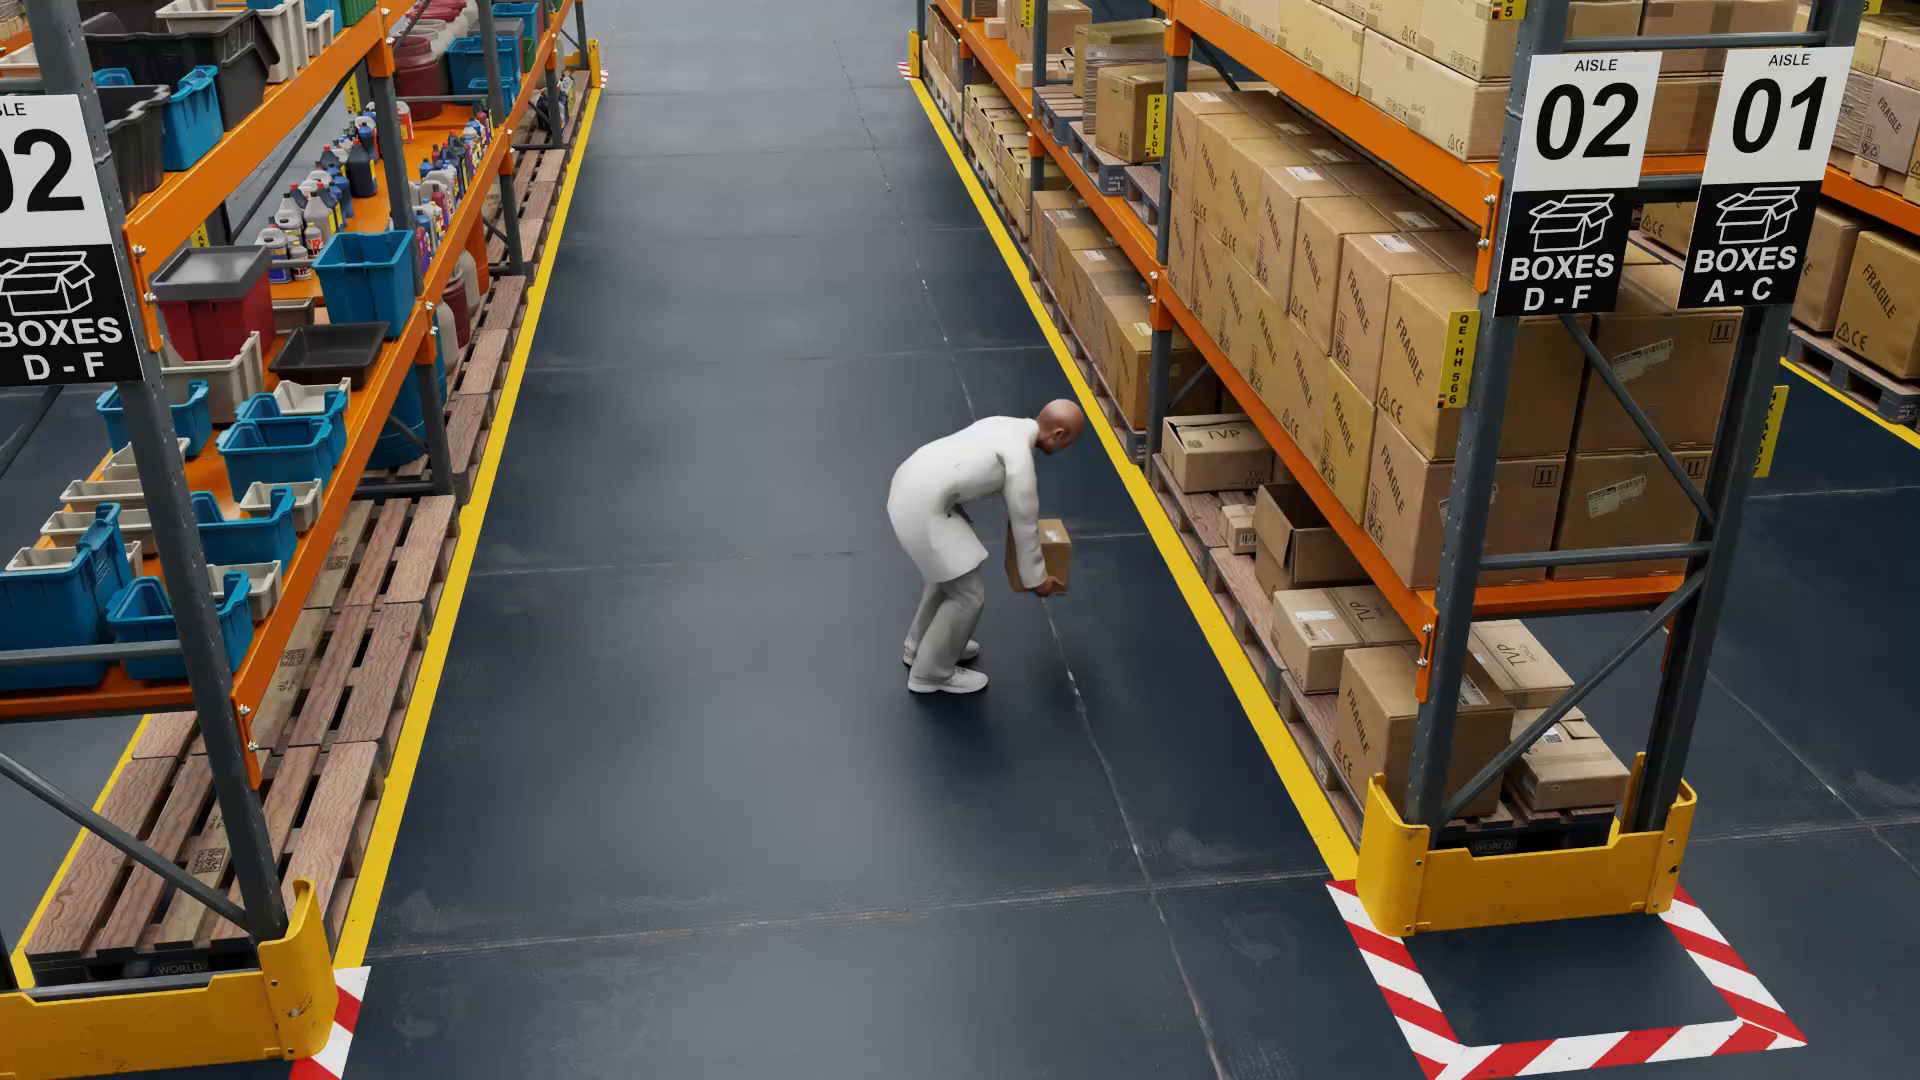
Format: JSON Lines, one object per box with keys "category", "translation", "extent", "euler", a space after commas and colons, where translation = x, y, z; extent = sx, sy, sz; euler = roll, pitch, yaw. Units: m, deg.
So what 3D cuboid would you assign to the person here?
{"category": "person", "translation": [0.118, 0.027, 7.587], "extent": [0.890, 1.324, 0.566], "euler": [-5, 27, -9]}
